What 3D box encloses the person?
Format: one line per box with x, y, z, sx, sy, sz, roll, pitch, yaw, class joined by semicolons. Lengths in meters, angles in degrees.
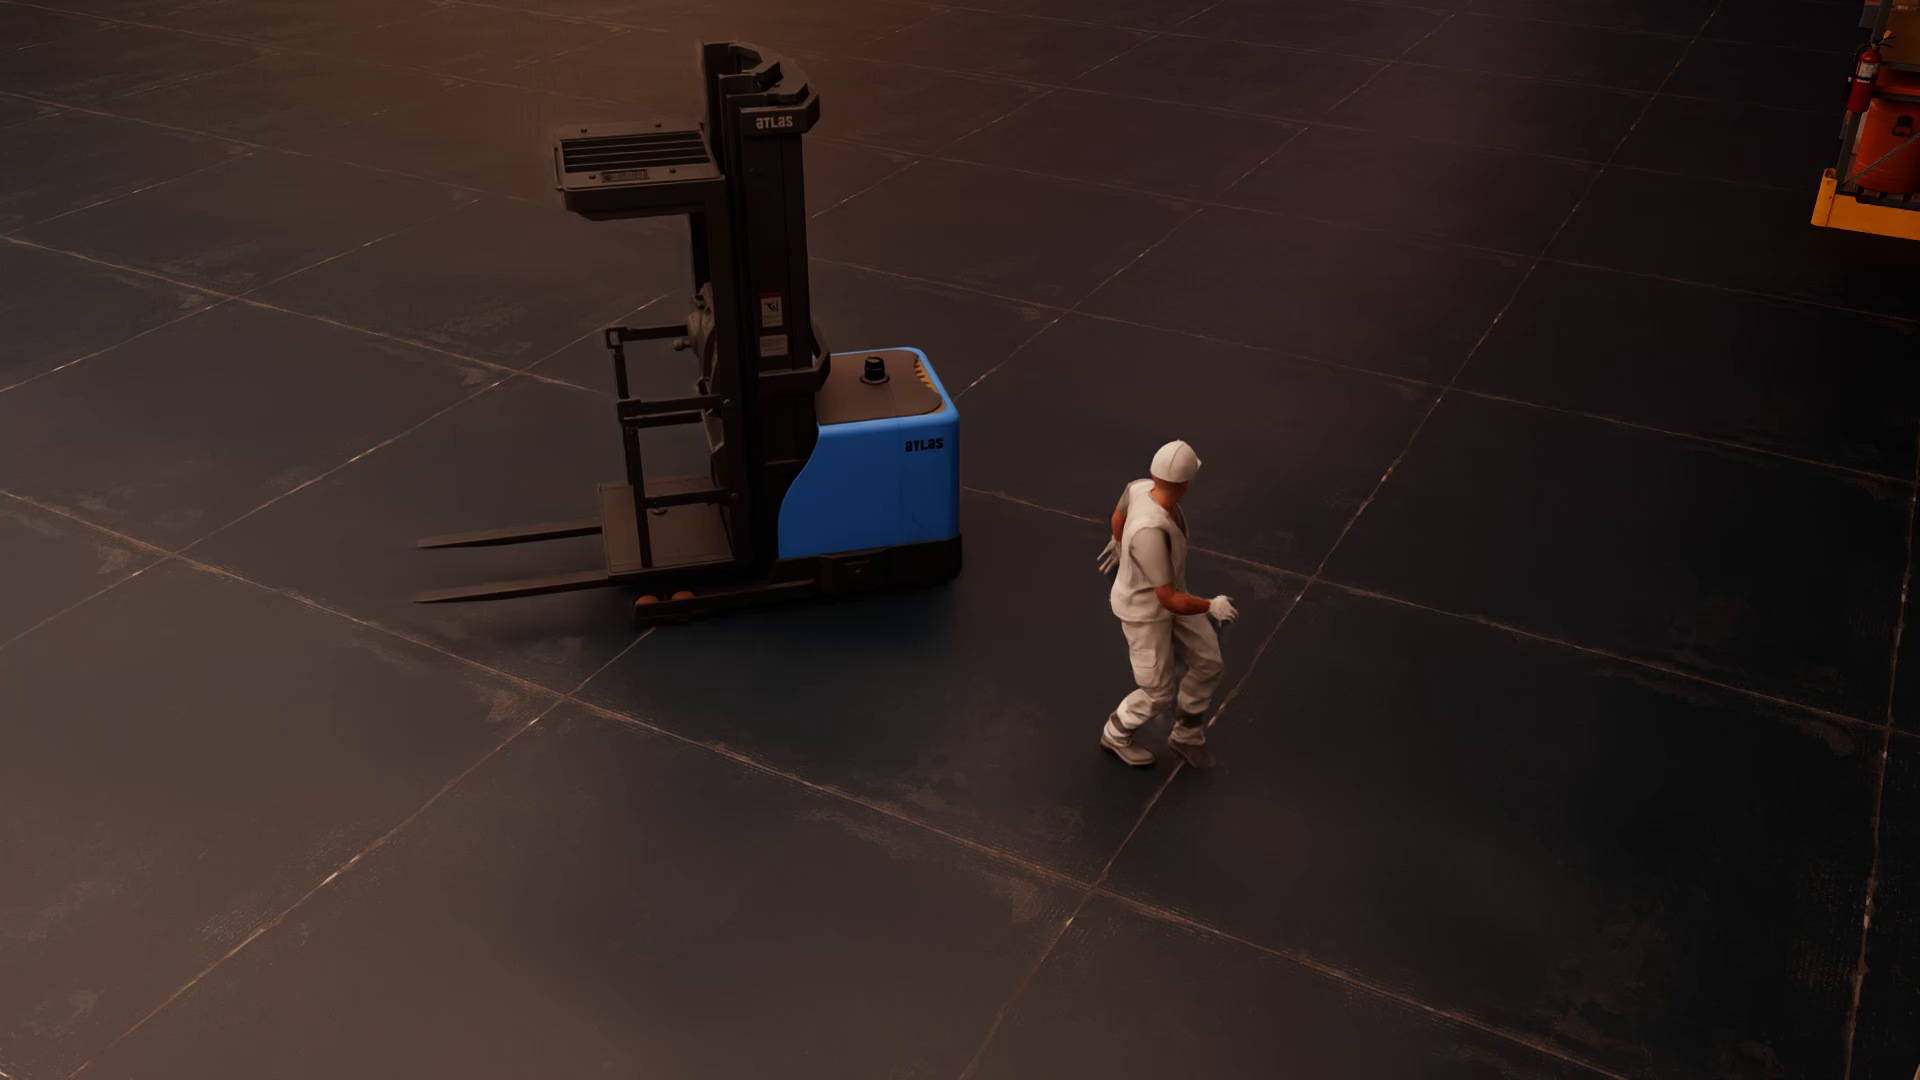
0.903;0.335;7.762;0.813;1.777;0.627;16;33;25;person

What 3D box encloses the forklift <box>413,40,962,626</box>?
-1.563;-1.086;8.953;3.031;2.935;1.130;-7;31;-12;forklift
